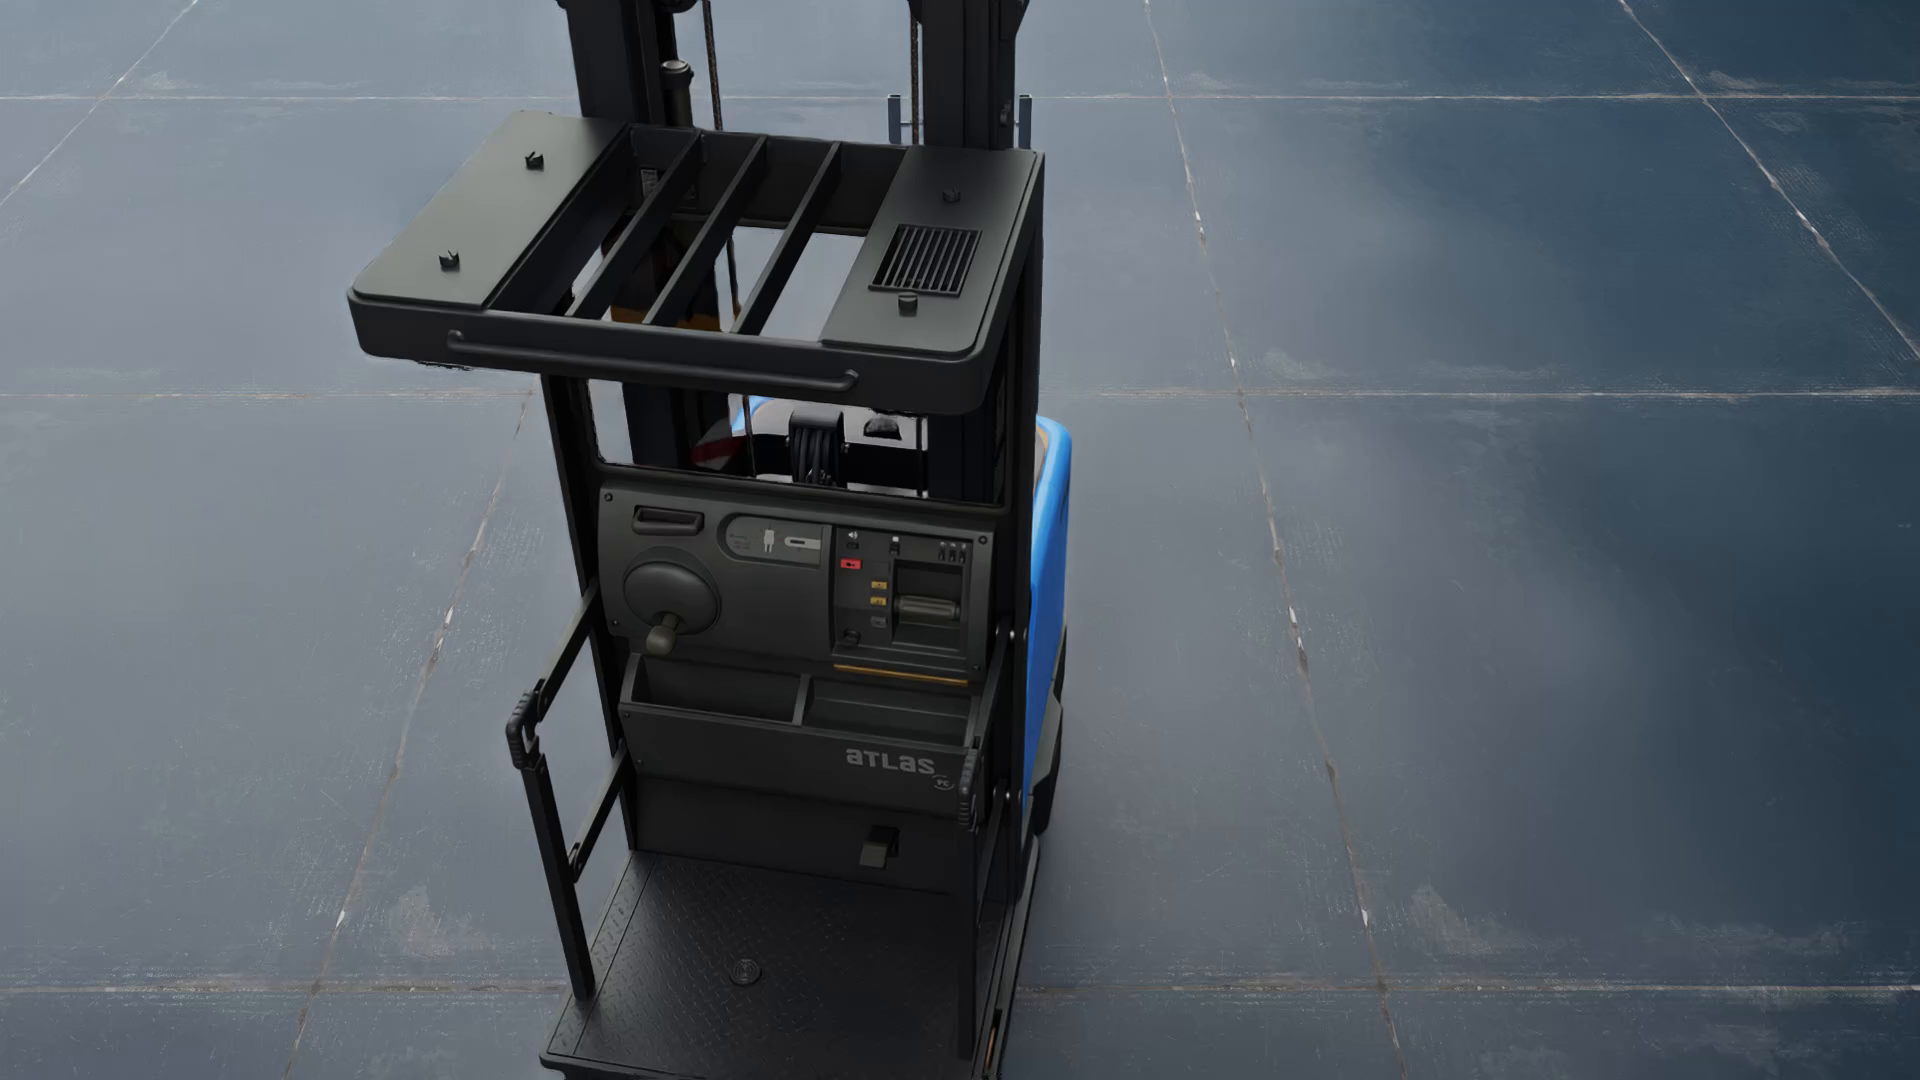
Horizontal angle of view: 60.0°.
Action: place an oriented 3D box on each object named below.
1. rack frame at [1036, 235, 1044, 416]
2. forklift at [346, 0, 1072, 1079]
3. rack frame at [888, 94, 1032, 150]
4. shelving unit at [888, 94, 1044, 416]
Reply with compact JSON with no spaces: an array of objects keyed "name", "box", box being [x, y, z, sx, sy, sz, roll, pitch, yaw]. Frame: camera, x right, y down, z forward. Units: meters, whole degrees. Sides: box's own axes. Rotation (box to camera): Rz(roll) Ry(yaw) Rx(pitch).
[{"name":"rack frame","box":[0.000,-0.321,5.451,0.500,1.500,0.032,0,39,0]},{"name":"forklift","box":[-0.423,0.178,3.684,1.130,2.935,3.031,7,39,8]},{"name":"rack frame","box":[-0.001,-0.956,6.244,0.500,1.500,0.032,0,39,0]},{"name":"shelving unit","box":[0.000,-0.639,5.848,0.538,1.500,1.048,0,39,0]}]
